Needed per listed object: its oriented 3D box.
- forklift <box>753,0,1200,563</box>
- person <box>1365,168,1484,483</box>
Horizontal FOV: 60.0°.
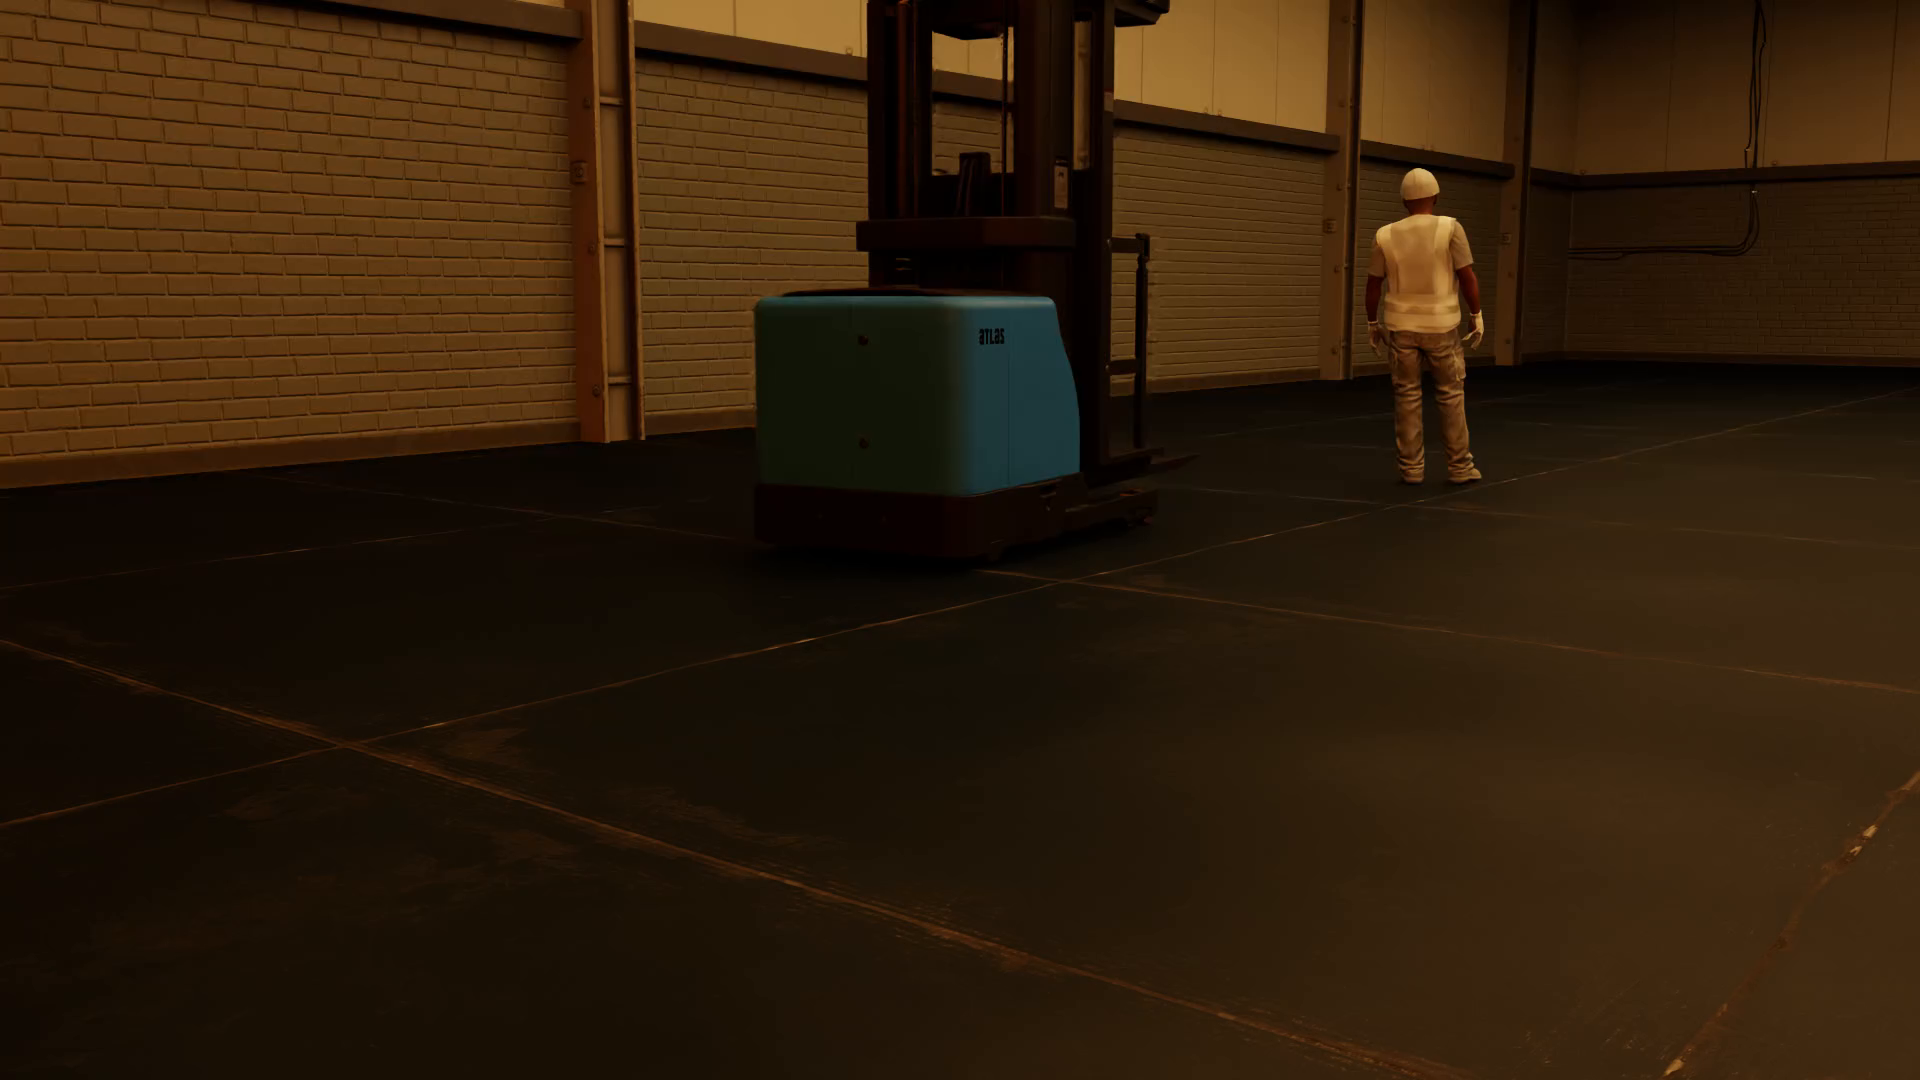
[{"bbox_3d":[0.293,-1.533,7.757,1.130,2.935,3.031,5,9,28],"label":"forklift"},{"bbox_3d":[2.681,-1.224,9.567,0.655,1.784,0.572,4,9,27],"label":"person"}]
